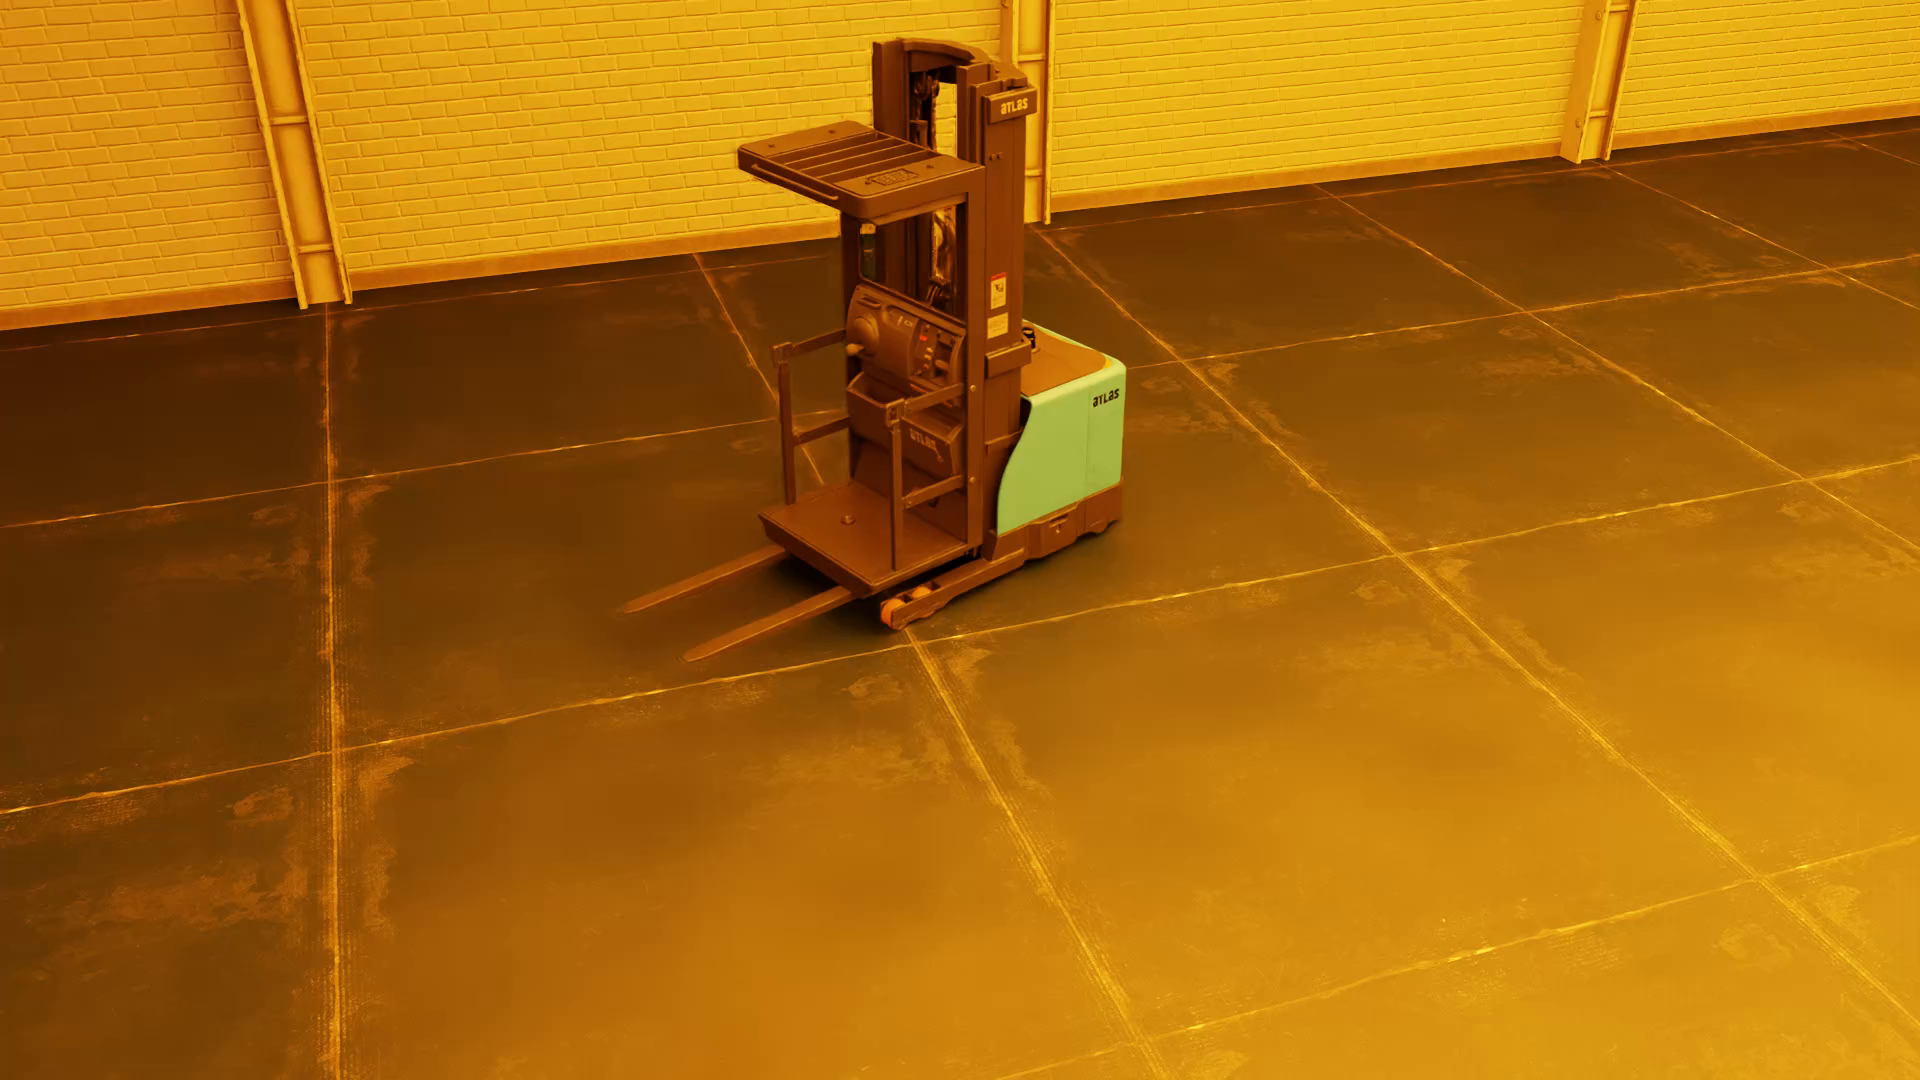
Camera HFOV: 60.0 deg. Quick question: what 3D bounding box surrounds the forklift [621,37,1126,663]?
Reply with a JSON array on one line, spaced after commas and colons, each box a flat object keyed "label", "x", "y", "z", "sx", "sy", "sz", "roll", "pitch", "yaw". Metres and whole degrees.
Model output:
[{"label": "forklift", "x": -0.461, "y": -1.072, "z": 8.951, "sx": 3.031, "sy": 2.935, "sz": 1.130, "roll": -23, "pitch": 37, "yaw": -34}]

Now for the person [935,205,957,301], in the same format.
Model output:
[{"label": "person", "x": -0.084, "y": -1.770, "z": 11.545, "sx": 0.692, "sy": 1.589, "sz": 0.939, "roll": 4, "pitch": 30, "yaw": 6}]
